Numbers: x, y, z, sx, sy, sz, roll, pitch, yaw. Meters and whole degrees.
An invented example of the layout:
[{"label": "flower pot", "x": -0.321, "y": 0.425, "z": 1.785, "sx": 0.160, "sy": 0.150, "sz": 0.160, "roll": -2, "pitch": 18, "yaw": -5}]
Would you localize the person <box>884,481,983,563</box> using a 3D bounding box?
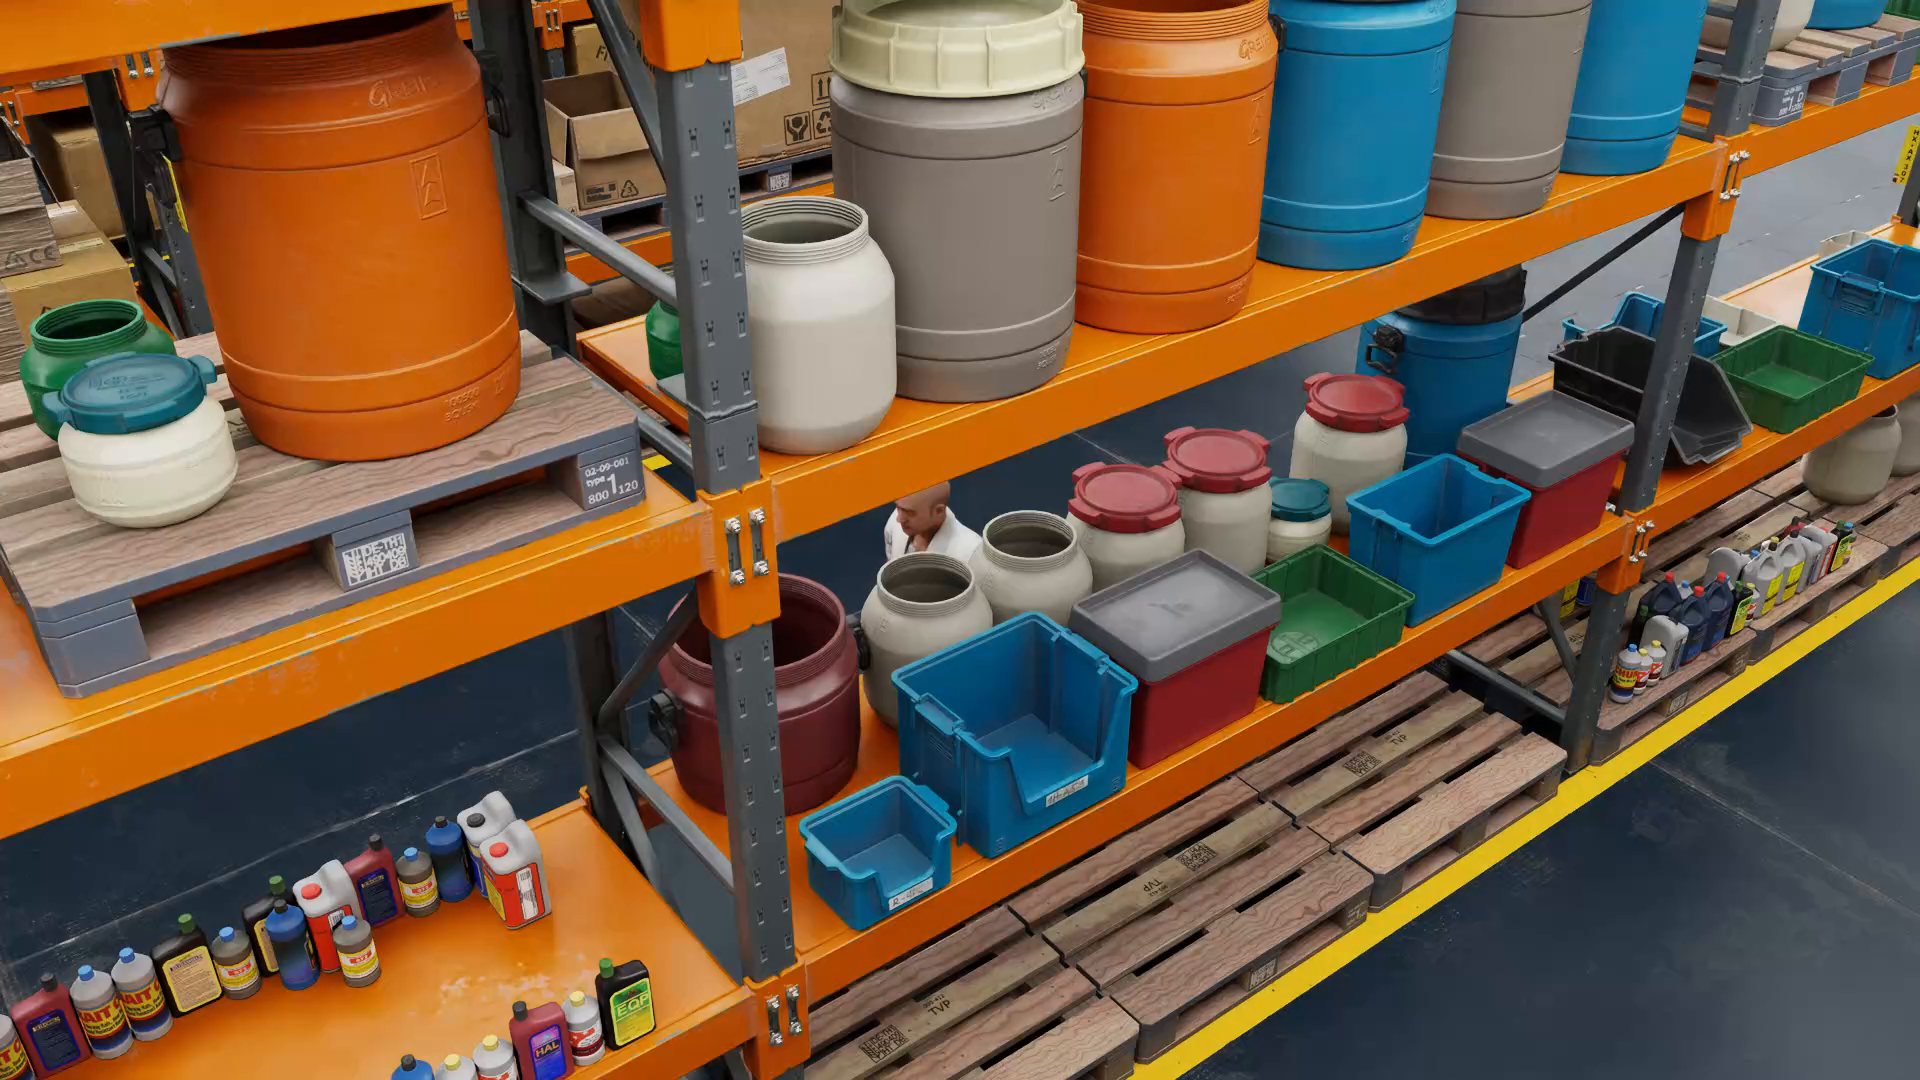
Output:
[{"label": "person", "x": -0.107, "y": 0.476, "z": 6.380, "sx": 0.423, "sy": 1.774, "sz": 0.643, "roll": -22, "pitch": 38, "yaw": -31}]
